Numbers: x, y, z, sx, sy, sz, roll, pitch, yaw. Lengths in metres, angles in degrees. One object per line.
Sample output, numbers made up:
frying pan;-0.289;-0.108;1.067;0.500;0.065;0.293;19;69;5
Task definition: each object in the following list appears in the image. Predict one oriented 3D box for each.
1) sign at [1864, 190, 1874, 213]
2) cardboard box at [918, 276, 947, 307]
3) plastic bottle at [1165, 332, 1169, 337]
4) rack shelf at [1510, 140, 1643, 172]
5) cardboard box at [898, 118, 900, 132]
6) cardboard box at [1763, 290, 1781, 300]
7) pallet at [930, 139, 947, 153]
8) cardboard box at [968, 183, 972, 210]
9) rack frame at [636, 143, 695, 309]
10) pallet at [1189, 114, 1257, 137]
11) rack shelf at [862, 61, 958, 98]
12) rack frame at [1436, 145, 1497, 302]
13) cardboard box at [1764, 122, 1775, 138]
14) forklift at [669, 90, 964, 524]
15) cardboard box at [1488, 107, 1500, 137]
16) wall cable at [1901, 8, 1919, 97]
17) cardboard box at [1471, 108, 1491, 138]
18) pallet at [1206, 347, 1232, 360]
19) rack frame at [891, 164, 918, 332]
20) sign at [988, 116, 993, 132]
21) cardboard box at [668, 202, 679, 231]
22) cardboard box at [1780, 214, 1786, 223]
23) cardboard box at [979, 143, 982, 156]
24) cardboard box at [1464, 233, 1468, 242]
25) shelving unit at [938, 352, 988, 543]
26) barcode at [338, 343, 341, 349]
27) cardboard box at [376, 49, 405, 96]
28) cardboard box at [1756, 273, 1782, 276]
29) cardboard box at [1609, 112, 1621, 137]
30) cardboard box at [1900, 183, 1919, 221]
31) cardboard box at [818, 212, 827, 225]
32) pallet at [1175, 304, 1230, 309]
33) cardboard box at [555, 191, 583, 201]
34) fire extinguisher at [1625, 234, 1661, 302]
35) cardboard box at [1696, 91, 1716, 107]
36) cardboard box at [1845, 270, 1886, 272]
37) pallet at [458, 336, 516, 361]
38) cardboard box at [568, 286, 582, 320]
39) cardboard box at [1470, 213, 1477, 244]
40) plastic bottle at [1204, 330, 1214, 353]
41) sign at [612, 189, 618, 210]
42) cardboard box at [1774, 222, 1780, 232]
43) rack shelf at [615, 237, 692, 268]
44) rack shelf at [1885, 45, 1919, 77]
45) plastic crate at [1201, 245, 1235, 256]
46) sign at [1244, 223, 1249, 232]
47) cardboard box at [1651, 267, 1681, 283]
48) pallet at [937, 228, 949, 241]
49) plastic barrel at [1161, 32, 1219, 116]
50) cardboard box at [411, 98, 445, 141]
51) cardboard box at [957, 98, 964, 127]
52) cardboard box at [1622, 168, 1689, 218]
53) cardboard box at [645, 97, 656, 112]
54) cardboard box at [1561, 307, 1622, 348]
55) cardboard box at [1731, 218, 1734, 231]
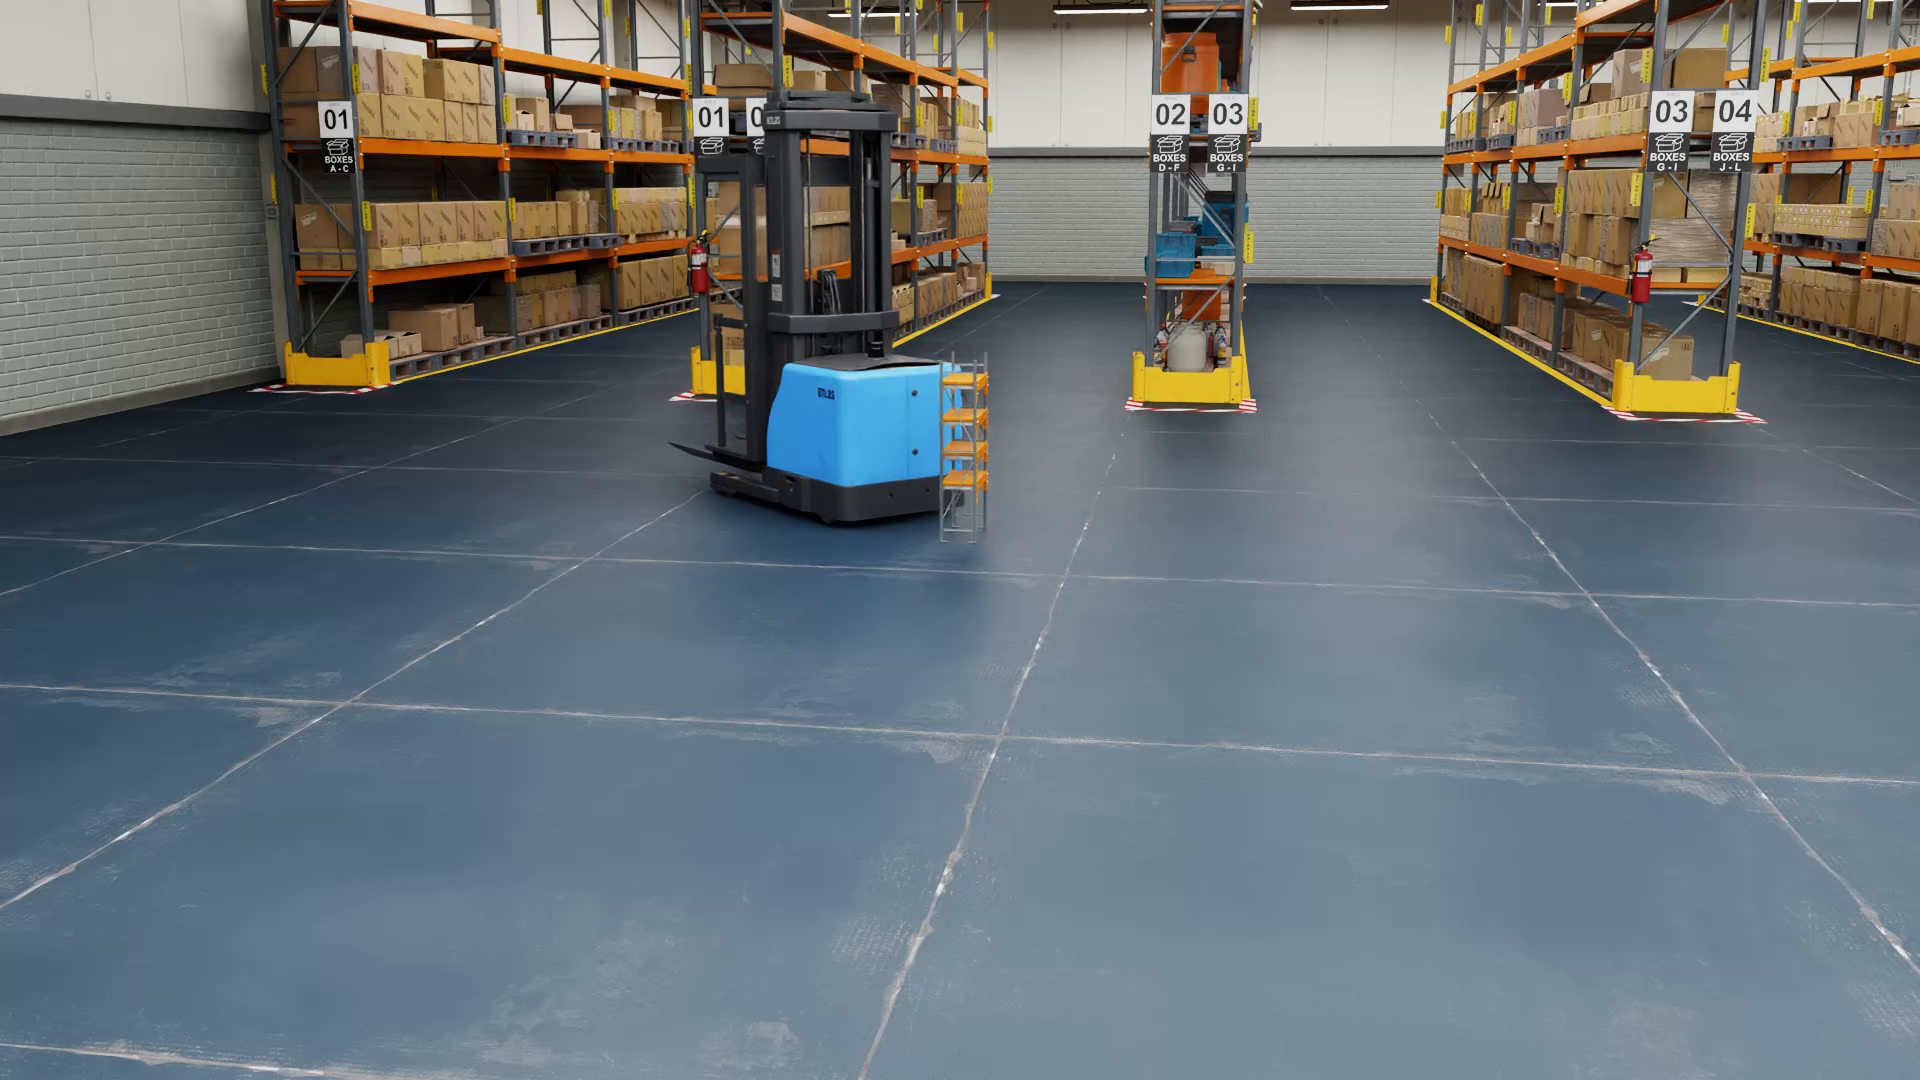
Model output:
sign;12.965;-4.828;23.715;0.100;0.325;0.005;2;12;9
cardboard box;-0.510;-4.295;28.692;0.500;0.500;0.500;2;12;9
plastic bottle;2.559;-2.450;20.674;0.097;0.271;0.097;0;12;0
rack shelf;8.310;-5.165;22.427;1.077;0.370;4.000;2;12;9
cardboard box;-1.185;-6.290;25.301;0.500;0.250;0.500;1;12;4
cardboard box;13.852;-4.150;28.196;0.380;0.149;0.250;2;12;10
pallet;-0.881;-6.646;28.038;1.213;0.211;1.003;2;12;9
cardboard box;-0.046;-6.462;31.248;0.500;0.500;0.500;2;12;7
rack frame;-5.451;-5.781;30.697;1.000;3.000;0.127;2;12;9
pallet;2.717;-4.505;18.105;1.003;0.211;1.213;2;12;9
rack shelf;-0.863;-7.590;27.510;1.077;0.370;4.000;2;12;9
rack frame;9.848;-6.132;32.327;1.000;3.000;0.127;2;12;9
cardboard box;14.029;-6.967;28.252;0.500;0.250;0.500;1;12;6
forklift;-1.239;-1.802;12.399;1.130;2.935;3.031;-9;15;-35
cardboard box;9.153;-6.899;27.530;0.700;0.500;0.500;2;12;10
wall cable;20.236;-9.937;35.741;0.463;3.000;0.029;2;12;9
cardboard box;9.294;-7.233;28.846;0.700;0.500;0.500;1;12;5
pallet;2.964;-2.293;21.131;1.003;0.211;1.213;2;12;9
rack frame;-1.170;-4.788;26.092;1.000;3.000;0.127;2;12;9
sign;0.605;-8.331;33.307;0.100;0.325;0.005;2;12;9
cardboard box;-5.341;-5.774;29.675;0.500;0.500;0.500;2;12;9
cardboard box;13.565;-5.224;27.008;0.380;0.149;0.250;2;12;8
cardboard box;0.154;-7.627;32.502;0.500;0.250;0.500;2;12;9
cardboard box;8.956;-5.251;28.833;0.380;0.149;0.250;2;12;9
shelving unit;0.025;-0.621;11.027;0.258;1.200;0.503;2;12;9
barcode;-7.493;-2.346;20.074;0.001;0.075;0.075;2;12;9
cardboard box;-6.870;-5.472;19.484;0.500;0.500;0.500;2;12;8
cardboard box;14.893;-4.826;30.624;0.380;0.149;0.250;2;12;7
cardboard box;7.371;-4.513;18.052;0.500;0.250;0.500;2;12;10
cardboard box;13.348;-4.624;22.719;0.700;0.500;0.500;2;12;8
cardboard box;-1.850;-3.938;20.371;0.380;0.149;0.250;2;12;11
pallet;4.179;-3.937;28.762;1.003;0.211;1.213;2;12;9
cardboard box;-6.124;-5.389;26.057;0.380;0.149;0.250;0;12;-1
fire extinguisher;6.914;-2.755;16.839;0.296;0.674;0.183;2;12;9
cardboard box;7.658;-4.439;16.761;0.380;0.149;0.250;2;12;8
cardboard box;14.094;-4.087;25.995;0.500;0.250;0.500;1;12;6
pallet;-6.749;-2.611;22.609;1.003;0.211;1.213;2;12;9
cardboard box;-6.319;-3.686;25.867;0.700;0.500;0.500;2;12;9
cardboard box;8.915;-5.260;28.046;0.500;0.500;0.500;2;12;9
plastic bottle;3.114;-2.494;20.868;0.152;0.276;0.135;2;12;9
sign;-5.528;-5.460;26.647;0.100;0.325;0.005;2;12;9
cardboard box;13.603;-5.133;27.290;0.380;0.149;0.250;1;12;6
rack shelf;-5.758;-5.013;28.841;1.077;0.370;4.000;2;12;9
rack shelf;13.195;-6.254;21.310;1.077;0.370;4.000;2;12;9
plastic crate;3.206;-3.483;20.386;0.499;0.251;0.616;2;12;9
sign;3.650;-3.910;21.358;0.100;0.325;0.005;2;12;9
cardboard box;7.227;-2.744;17.204;0.380;0.149;0.250;2;12;9
pallet;-0.786;-5.364;29.221;1.003;0.211;1.213;2;12;9
plastic barrel;2.442;-4.949;17.699;0.600;0.830;0.708;2;12;9
cardboard box;-6.742;-5.200;20.599;0.500;0.500;0.500;3;12;12
cardboard box;-0.301;-7.827;30.461;0.700;0.500;0.500;2;12;9
cardboard box;7.228;-3.607;17.293;0.500;0.500;0.500;2;12;9
cardboard box;-5.716;-7.699;29.415;0.500;0.250;0.500;3;12;13
cardboard box;8.118;-2.754;21.542;0.700;0.500;0.500;1;12;4
cardboard box;14.246;-5.846;30.057;0.500;0.500;0.500;2;12;9
